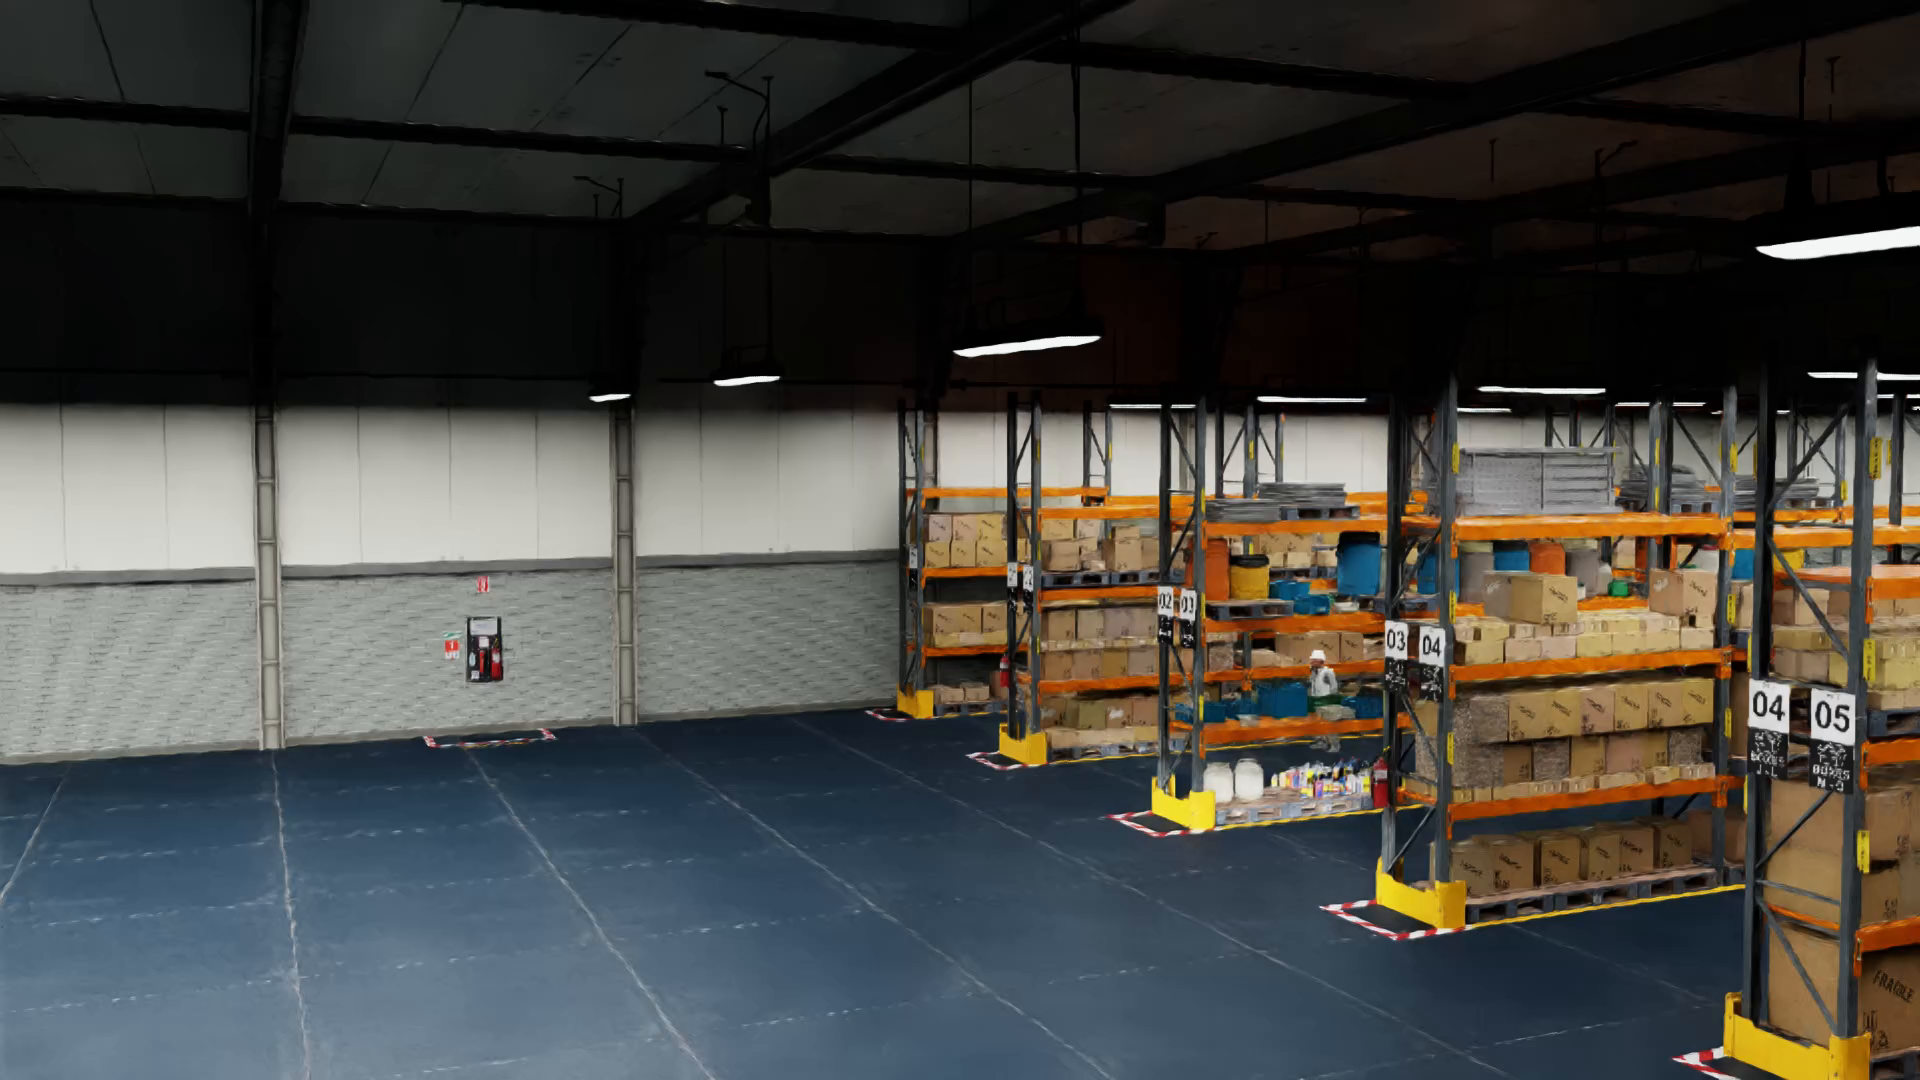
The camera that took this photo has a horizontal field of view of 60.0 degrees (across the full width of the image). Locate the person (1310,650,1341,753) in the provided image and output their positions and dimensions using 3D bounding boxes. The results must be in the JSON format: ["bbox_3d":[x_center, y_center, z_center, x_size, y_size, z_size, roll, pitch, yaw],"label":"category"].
[{"bbox_3d":[6.051,2.685,27.718,0.574,1.726,0.677,-2,4,-26],"label":"person"}]
